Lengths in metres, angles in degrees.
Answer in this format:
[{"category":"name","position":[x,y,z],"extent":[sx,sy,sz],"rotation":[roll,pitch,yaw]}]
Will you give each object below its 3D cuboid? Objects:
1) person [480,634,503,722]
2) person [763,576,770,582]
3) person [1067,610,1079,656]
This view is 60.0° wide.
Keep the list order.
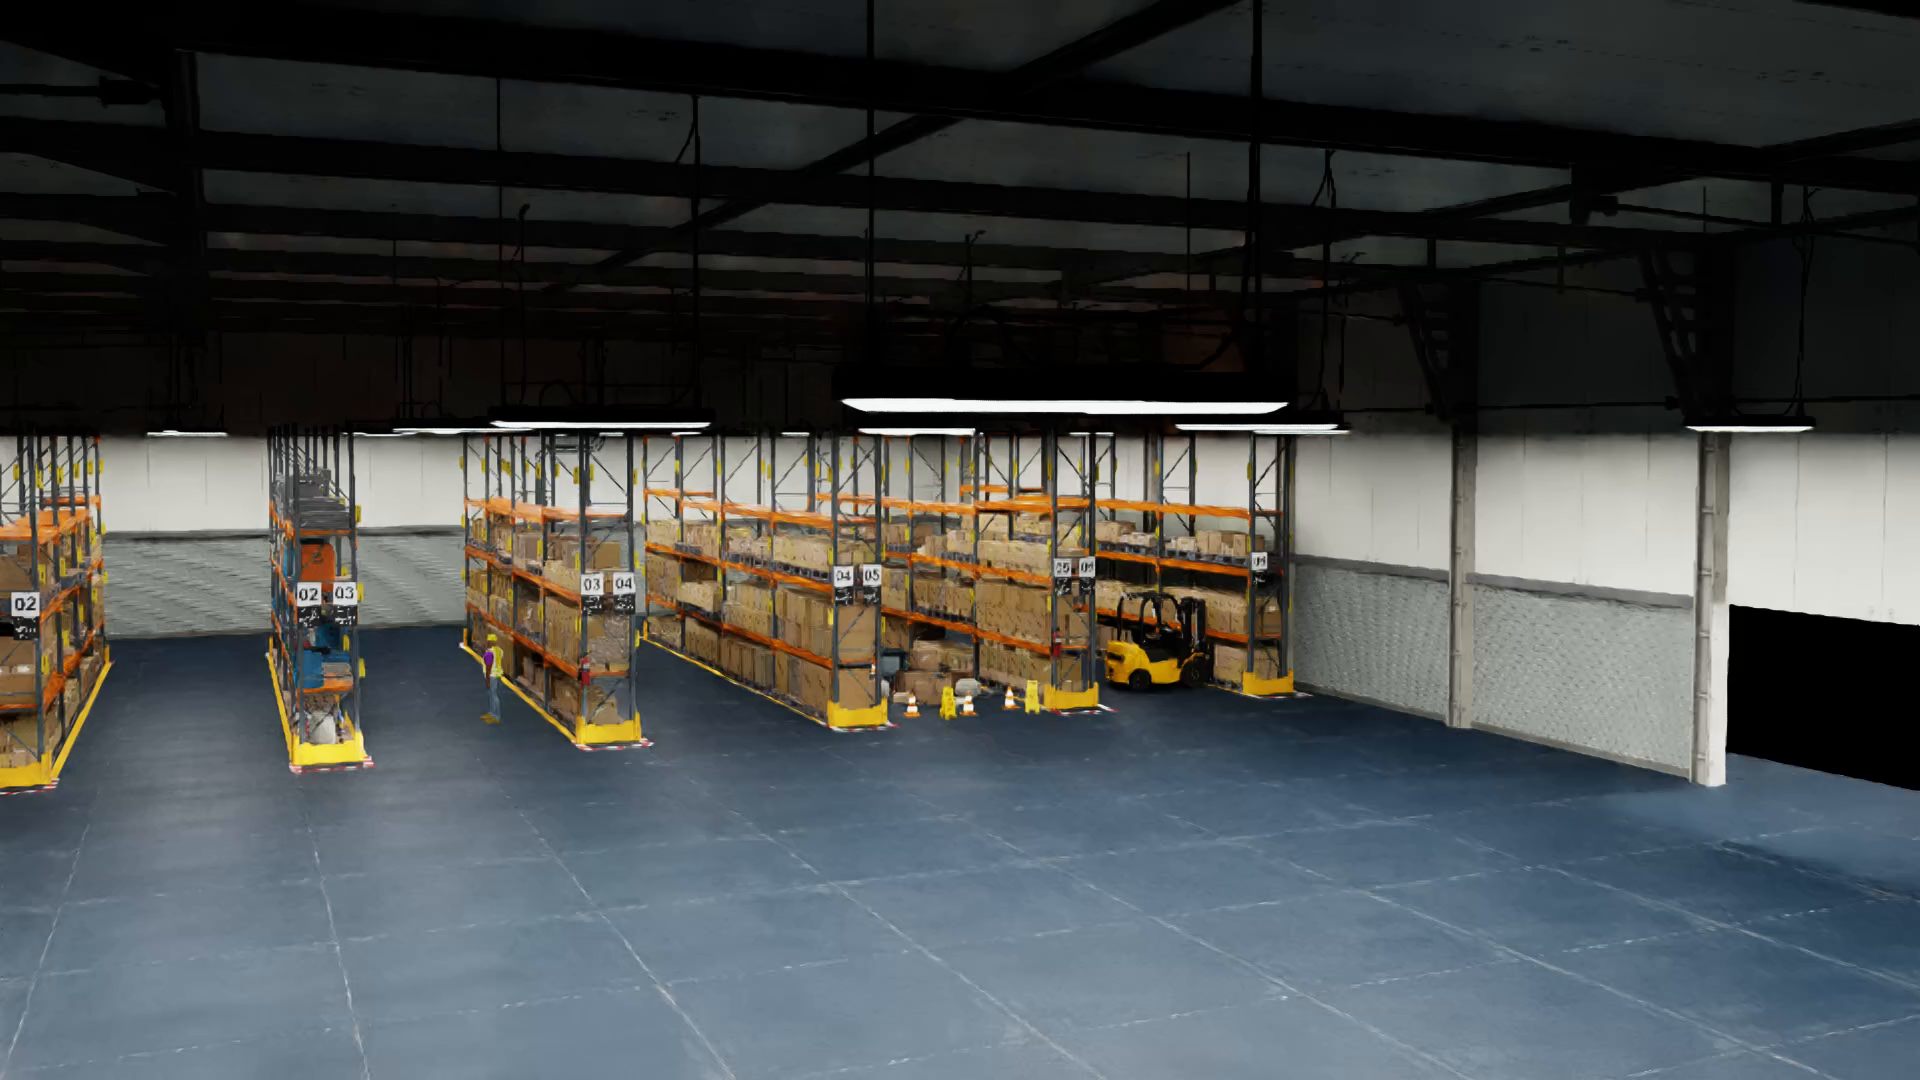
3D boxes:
[{"category":"person","position":[-9.496,2.771,33.610],"extent":[0.502,1.764,0.624],"rotation":[0,4,7]},{"category":"person","position":[-5.692,1.822,49.523],"extent":[0.543,1.770,0.681],"rotation":[-3,5,-42]},{"category":"person","position":[2.664,2.457,39.880],"extent":[0.471,1.652,0.523],"rotation":[0,4,6]}]
